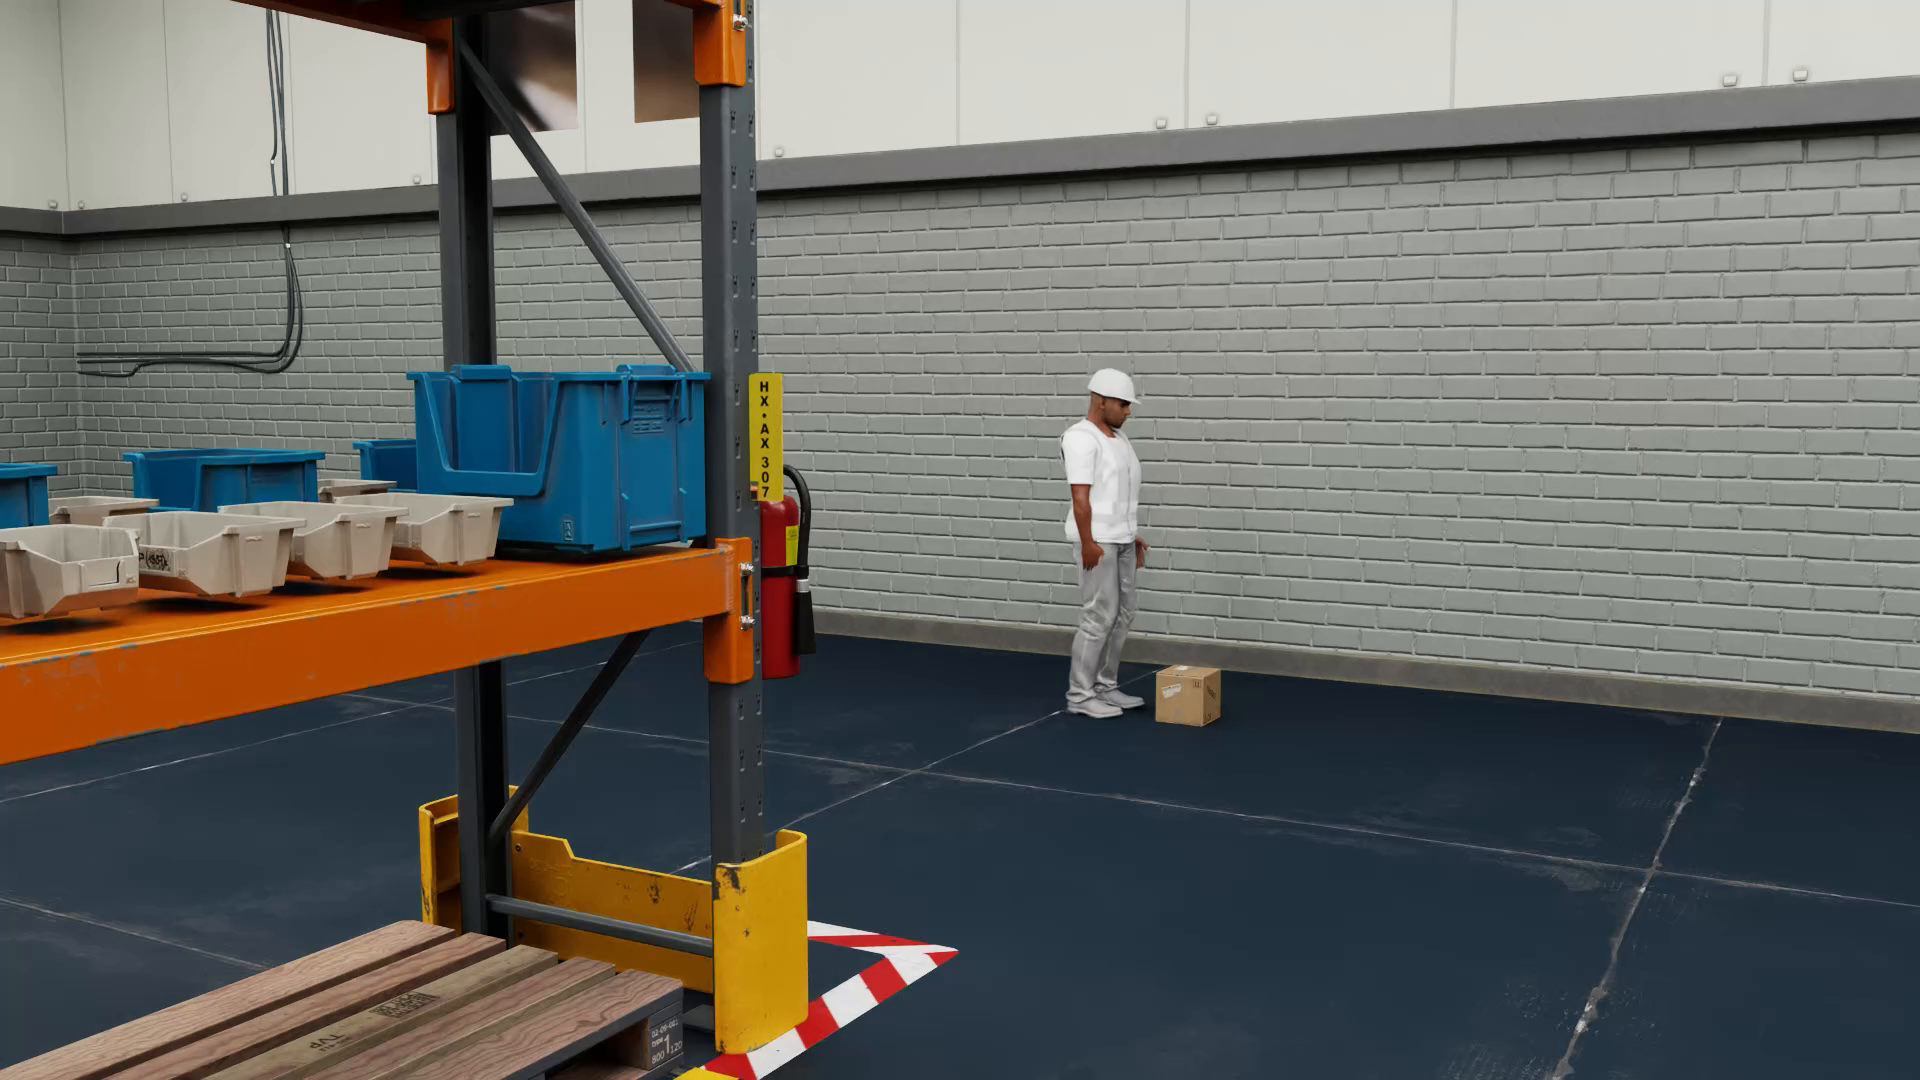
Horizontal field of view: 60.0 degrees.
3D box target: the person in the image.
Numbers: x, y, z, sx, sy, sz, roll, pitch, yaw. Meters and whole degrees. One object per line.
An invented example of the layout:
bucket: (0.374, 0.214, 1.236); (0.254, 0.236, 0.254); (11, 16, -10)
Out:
person: (0.742, 0.004, 8.518); (0.368, 1.759, 0.568); (3, 7, 30)
